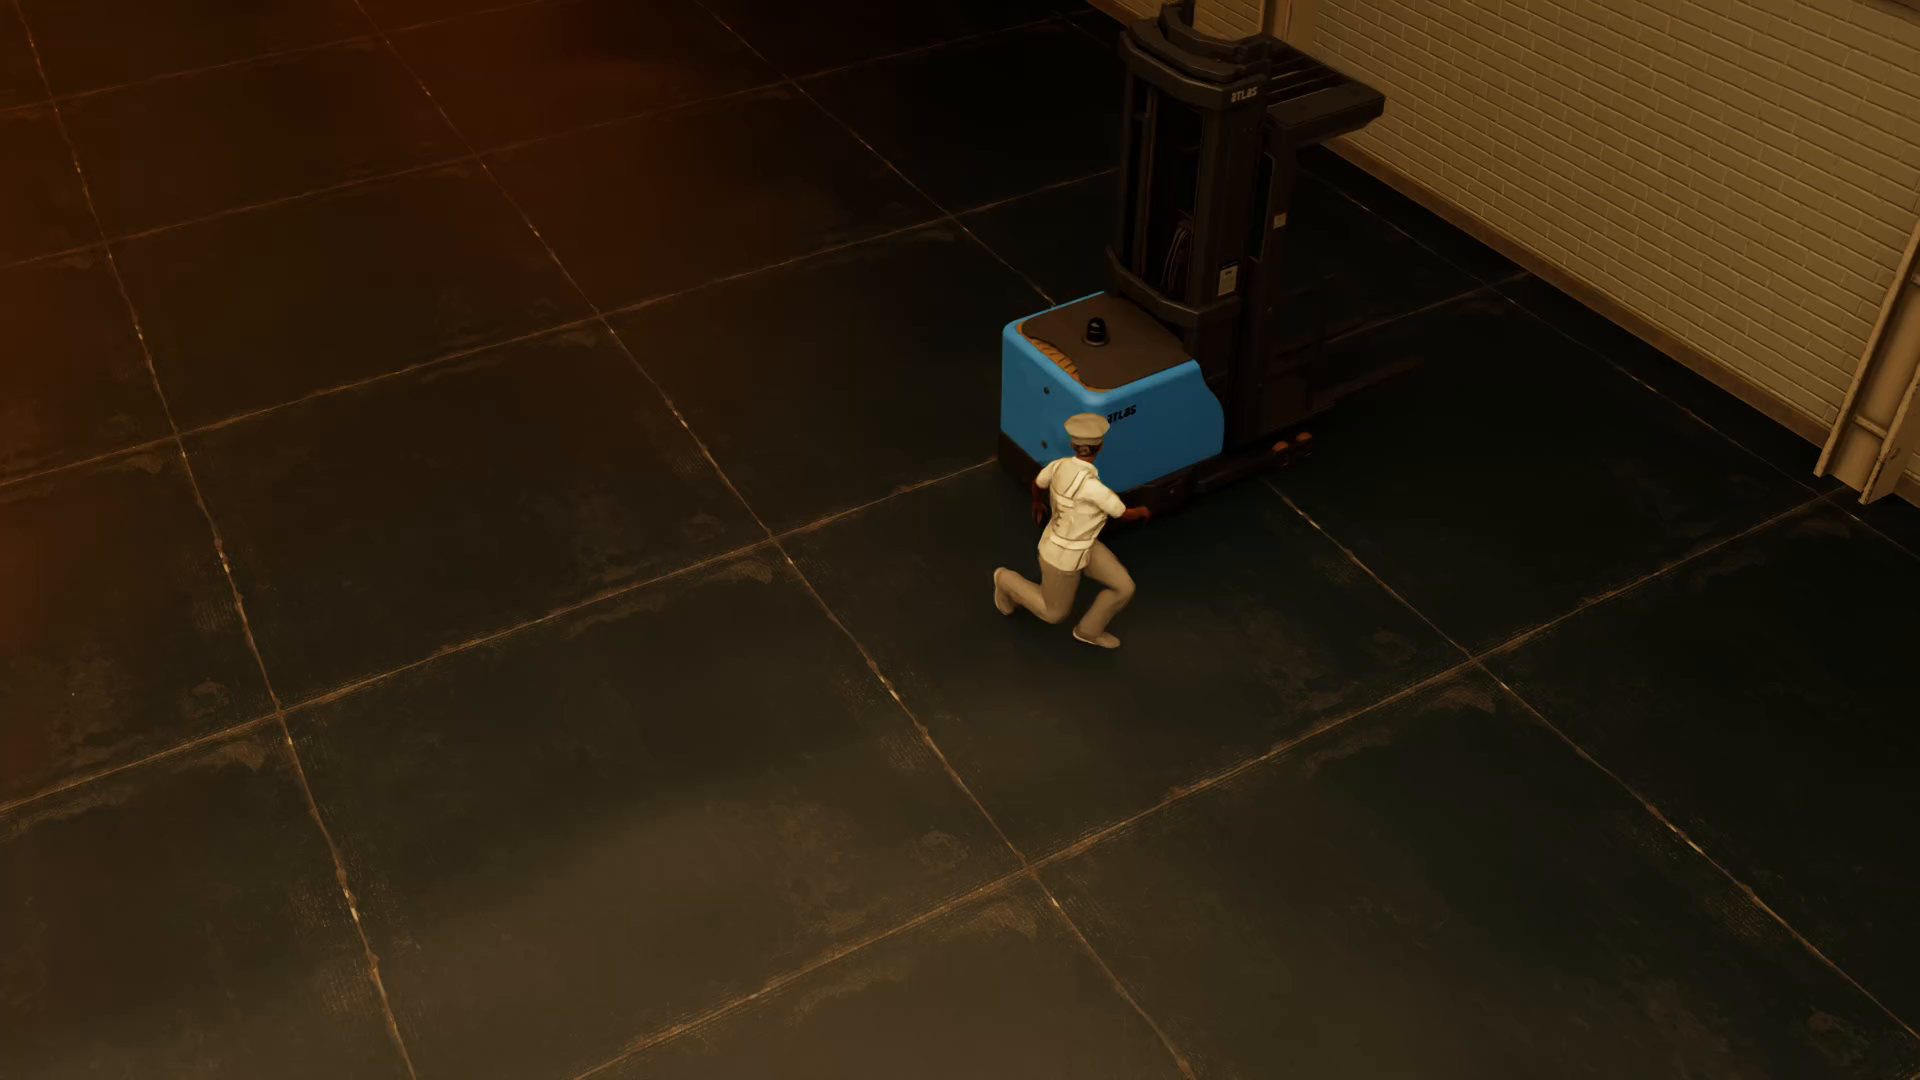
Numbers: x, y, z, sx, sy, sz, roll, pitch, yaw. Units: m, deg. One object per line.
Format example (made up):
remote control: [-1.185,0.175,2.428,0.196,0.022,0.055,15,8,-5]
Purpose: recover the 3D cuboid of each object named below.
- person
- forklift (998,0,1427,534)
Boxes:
person: [0.604,-0.041,9.311,0.862,1.442,0.599,10,41,12]
forklift: [1.767,-1.872,10.293,3.031,2.935,1.130,-22,44,-24]
